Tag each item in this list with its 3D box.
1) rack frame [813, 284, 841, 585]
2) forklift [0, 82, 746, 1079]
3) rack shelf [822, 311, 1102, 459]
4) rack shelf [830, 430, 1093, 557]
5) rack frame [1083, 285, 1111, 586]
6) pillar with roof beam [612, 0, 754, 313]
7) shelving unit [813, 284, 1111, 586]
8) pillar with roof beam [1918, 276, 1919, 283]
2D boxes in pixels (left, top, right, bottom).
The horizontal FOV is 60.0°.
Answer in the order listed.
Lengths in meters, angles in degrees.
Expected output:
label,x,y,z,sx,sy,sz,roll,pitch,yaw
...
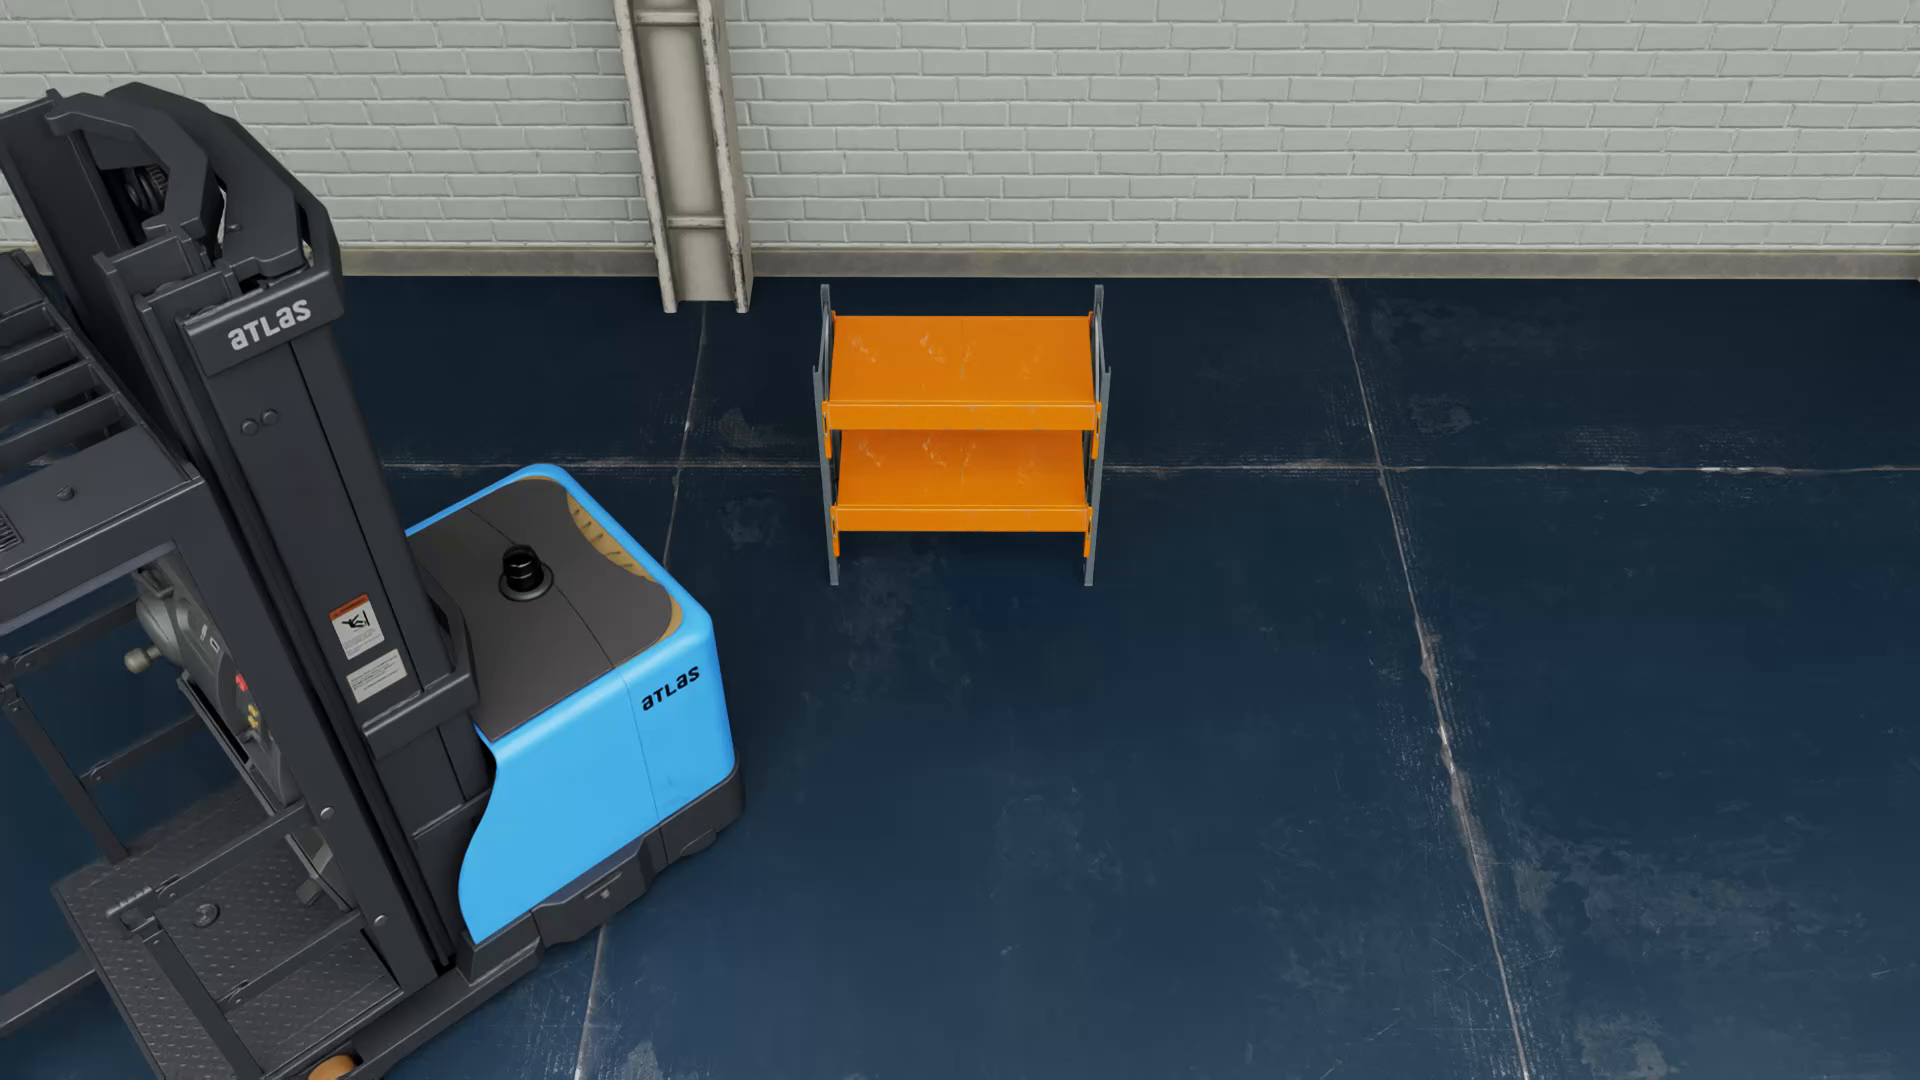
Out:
label,x,y,z,sx,sy,sz,roll,pitch,yaw
rack frame,-0.502,-0.385,6.420,0.032,1.125,0.500,0,47,0
forklift,-2.198,0.421,4.437,3.031,2.935,1.130,-33,55,-27
rack shelf,0.007,-0.583,6.205,1.000,0.278,0.538,0,47,0
rack shelf,0.007,-0.217,6.598,1.000,0.278,0.538,0,47,0
rack frame,0.515,-0.382,6.418,0.032,1.125,0.500,0,47,0
pillar with roof beam,-1.211,-1.099,1.706,0.400,9.000,9.100,0,47,0
shelving unit,0.007,-0.383,6.419,1.048,1.125,0.538,0,47,0
pillar with roof beam,4.789,-1.082,1.690,0.400,9.000,9.100,0,47,0
